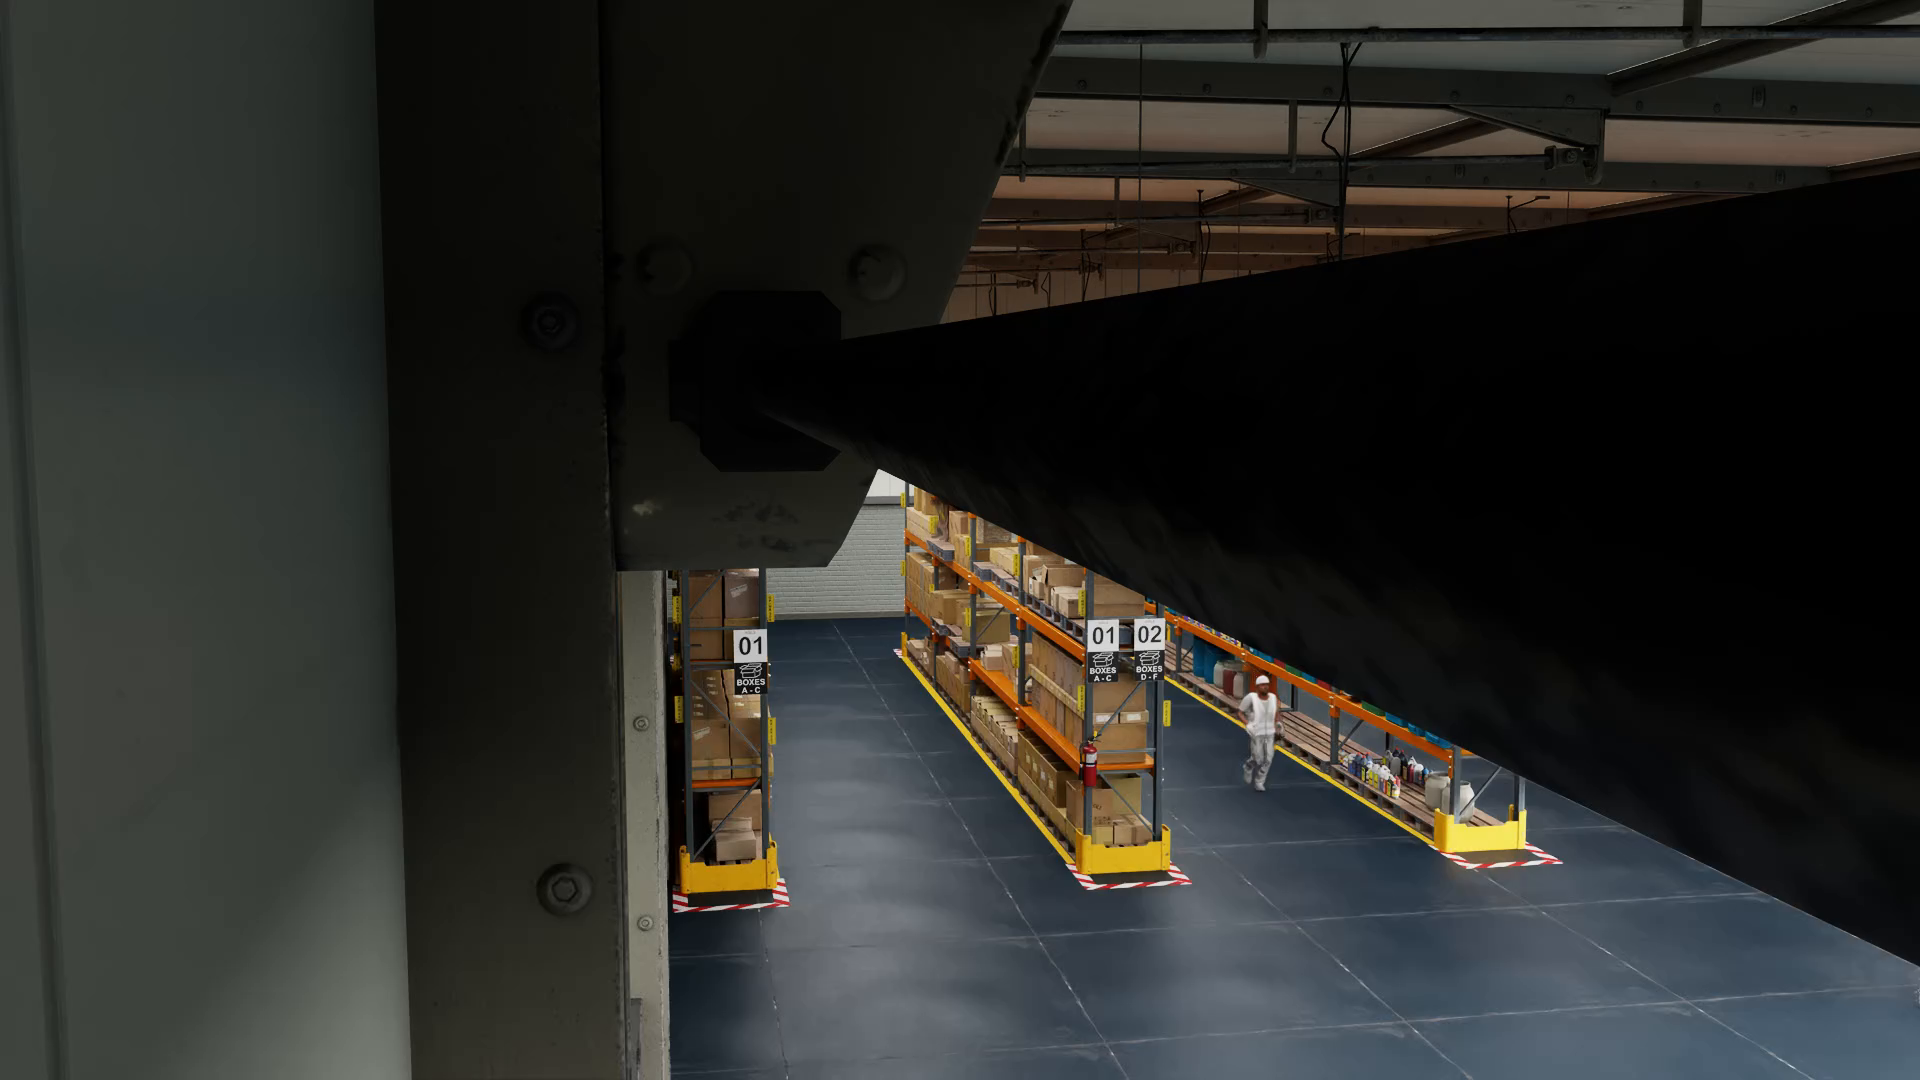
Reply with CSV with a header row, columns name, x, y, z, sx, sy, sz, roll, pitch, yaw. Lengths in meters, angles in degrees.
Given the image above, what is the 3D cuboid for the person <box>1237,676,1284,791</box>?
name,x,y,z,sx,sy,sz,roll,pitch,yaw
person,4.512,2.890,24.842,0.661,1.736,0.537,-2,6,-17
